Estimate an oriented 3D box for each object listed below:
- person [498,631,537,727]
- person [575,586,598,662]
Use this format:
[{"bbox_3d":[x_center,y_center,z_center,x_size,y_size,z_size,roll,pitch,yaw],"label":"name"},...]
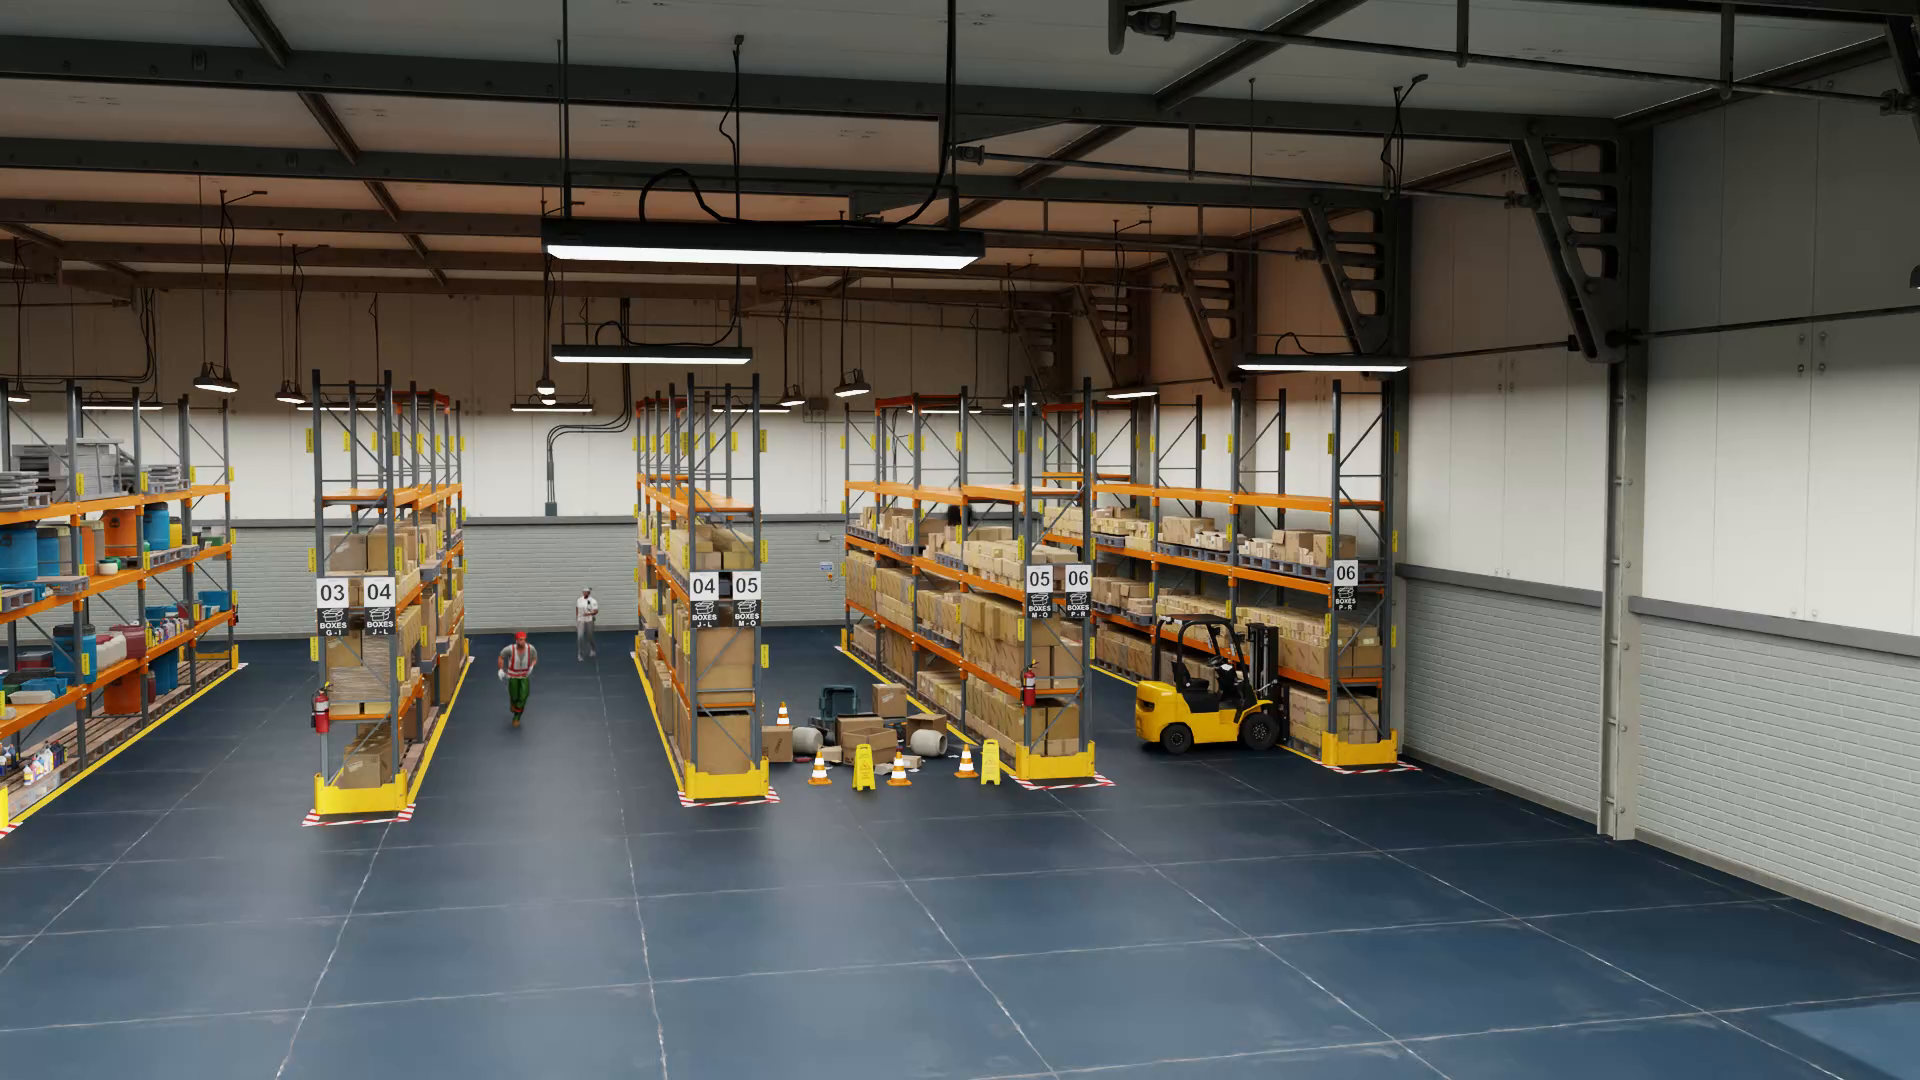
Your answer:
[{"bbox_3d":[-7.863,2.456,29.590,0.664,1.713,0.763,-2,4,-28],"label":"person"},{"bbox_3d":[-8.678,1.928,38.637,0.551,1.750,0.806,0,3,4],"label":"person"}]
